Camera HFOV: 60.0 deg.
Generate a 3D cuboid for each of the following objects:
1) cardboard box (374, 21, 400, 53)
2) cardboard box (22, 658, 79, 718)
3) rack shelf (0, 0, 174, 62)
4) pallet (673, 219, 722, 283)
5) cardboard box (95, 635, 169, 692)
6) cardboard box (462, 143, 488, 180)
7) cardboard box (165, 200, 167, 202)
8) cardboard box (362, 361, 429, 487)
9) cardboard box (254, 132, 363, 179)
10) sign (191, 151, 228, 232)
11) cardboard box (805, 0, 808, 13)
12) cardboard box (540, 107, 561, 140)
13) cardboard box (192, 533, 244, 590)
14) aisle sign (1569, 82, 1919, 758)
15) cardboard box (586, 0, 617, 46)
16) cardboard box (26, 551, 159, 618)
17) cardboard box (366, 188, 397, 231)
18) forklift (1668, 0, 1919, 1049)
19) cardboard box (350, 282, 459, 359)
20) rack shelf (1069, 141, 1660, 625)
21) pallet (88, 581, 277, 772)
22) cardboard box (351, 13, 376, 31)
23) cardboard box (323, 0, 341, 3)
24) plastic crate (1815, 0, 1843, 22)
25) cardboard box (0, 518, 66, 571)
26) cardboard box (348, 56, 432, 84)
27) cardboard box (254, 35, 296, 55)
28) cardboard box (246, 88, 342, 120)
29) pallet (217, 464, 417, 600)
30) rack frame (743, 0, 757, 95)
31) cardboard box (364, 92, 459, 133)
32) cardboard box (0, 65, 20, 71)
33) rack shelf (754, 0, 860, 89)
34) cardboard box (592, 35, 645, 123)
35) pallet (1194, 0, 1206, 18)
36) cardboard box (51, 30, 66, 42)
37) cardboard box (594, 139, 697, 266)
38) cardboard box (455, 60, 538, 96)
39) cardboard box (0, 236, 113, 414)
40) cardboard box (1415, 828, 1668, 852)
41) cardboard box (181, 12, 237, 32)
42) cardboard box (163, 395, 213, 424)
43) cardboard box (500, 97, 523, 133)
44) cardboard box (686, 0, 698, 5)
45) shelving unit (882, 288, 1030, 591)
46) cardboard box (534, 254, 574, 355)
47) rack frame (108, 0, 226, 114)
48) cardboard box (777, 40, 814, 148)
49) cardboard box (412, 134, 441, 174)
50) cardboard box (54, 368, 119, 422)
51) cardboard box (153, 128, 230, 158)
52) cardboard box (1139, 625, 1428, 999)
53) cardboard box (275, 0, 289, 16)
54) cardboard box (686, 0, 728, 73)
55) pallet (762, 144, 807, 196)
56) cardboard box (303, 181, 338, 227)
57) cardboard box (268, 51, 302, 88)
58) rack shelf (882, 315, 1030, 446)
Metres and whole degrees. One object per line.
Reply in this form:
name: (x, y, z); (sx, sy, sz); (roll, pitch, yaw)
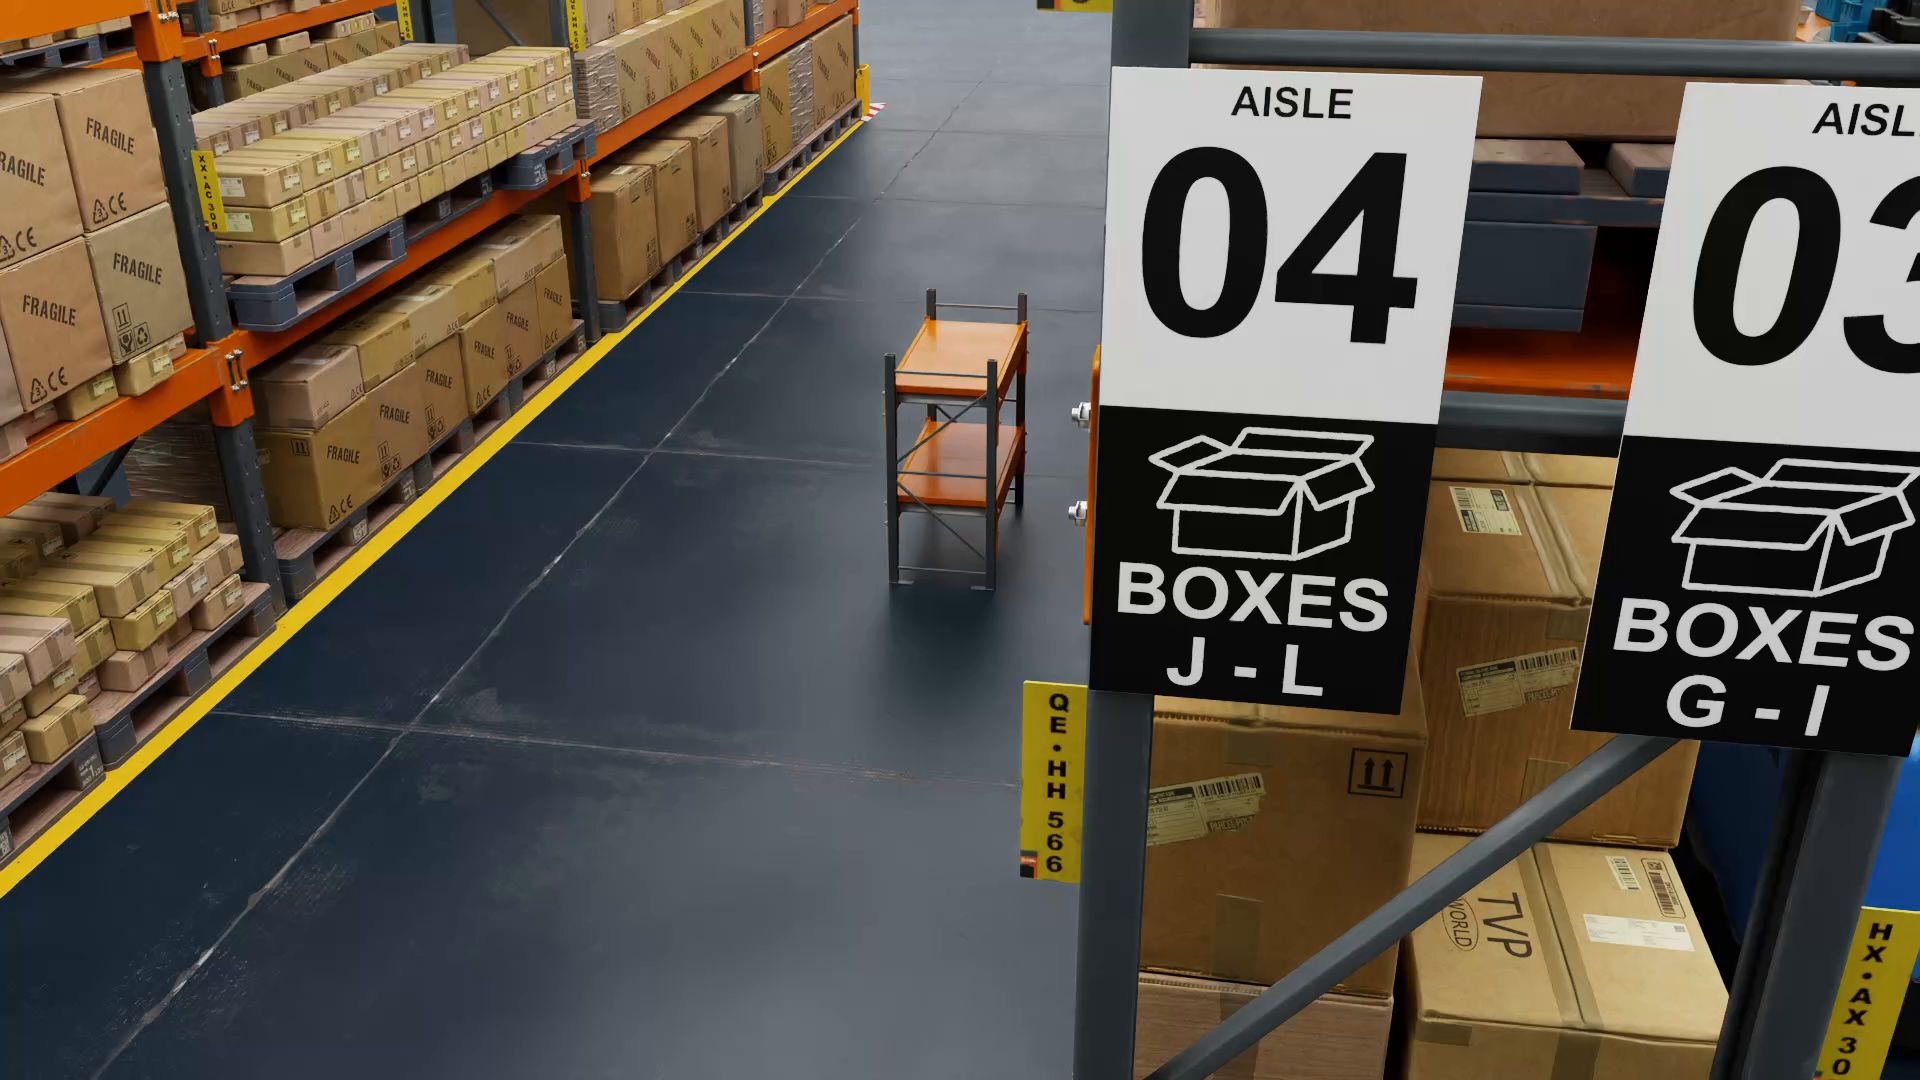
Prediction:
cardboard box: (-6.366, -5.291, 17.879); (0.500, 0.500, 0.500); (4, 25, 9)
cardboard box: (-3.510, 0.513, 6.132); (0.380, 0.149, 0.250); (5, 25, 10)
rack shelf: (-3.881, -1.236, 4.663); (1.077, 0.370, 4.000); (4, 25, 9)
pallet: (-2.495, -2.283, 12.879); (1.003, 0.211, 1.213); (4, 25, 9)
cardboard box: (-3.386, 0.466, 6.583); (0.380, 0.149, 0.250); (3, 25, 7)
cardboard box: (-2.742, -2.015, 8.818); (0.380, 0.149, 0.250); (5, 26, 10)
cardboard box: (-3.684, -1.431, 7.219); (0.380, 0.149, 0.250); (5, 26, 10)
cardboard box: (-3.087, -0.610, 8.468); (0.500, 0.500, 0.500); (5, 26, 11)
cardboard box: (-2.952, -1.743, 7.534); (0.380, 0.149, 0.250); (4, 25, 9)
sign: (-3.017, -1.398, 6.677); (0.100, 0.325, 0.005); (4, 25, 9)
cardboard box: (-1.938, -5.287, 15.830); (0.875, 0.550, 0.500); (4, 25, 9)
cardboard box: (-2.570, -2.447, 9.741); (0.380, 0.149, 0.250); (4, 25, 8)
cardboard box: (-3.292, 0.080, 7.057); (0.380, 0.149, 0.250); (5, 25, 10)
aisle sign: (0.953, -0.108, 1.875); (0.394, 0.787, 0.004); (4, 25, 9)
cardboard box: (-2.736, -3.610, 11.126); (0.700, 0.500, 0.500); (4, 25, 8)
cardboard box: (-3.391, 0.173, 6.509); (0.380, 0.149, 0.250); (4, 25, 8)
cardboard box: (-2.909, -1.575, 7.877); (0.380, 0.149, 0.250); (4, 25, 9)
forklift: (3.125, -0.395, 5.636); (1.130, 2.935, 3.031); (5, 26, 11)
cardboard box: (-3.000, -1.164, 8.768); (0.500, 0.250, 0.500); (5, 26, 11)
rack shelf: (0.996, -0.850, 3.839); (1.077, 0.370, 4.000); (4, 25, 9)
pallet: (-3.629, 0.506, 6.919); (1.003, 0.211, 1.213); (4, 25, 9)
cardboard box: (-6.360, -5.426, 17.403); (0.380, 0.149, 0.250); (5, 26, 10)
cardboard box: (-6.483, -5.535, 16.832); (0.380, 0.149, 0.250); (4, 25, 8)
plastic crate: (8.384, -5.032, 15.638); (0.499, 0.251, 0.616); (4, 25, 9)
cardboard box: (-3.918, 0.032, 6.808); (0.380, 0.149, 0.250); (5, 26, 11)
cardboard box: (-3.253, -2.664, 9.502); (0.380, 0.149, 0.250); (4, 25, 8)
cardboard box: (-6.622, -4.756, 15.971); (0.380, 0.149, 0.250); (5, 26, 11)
cardboard box: (-3.424, -2.225, 8.565); (0.380, 0.149, 0.250); (4, 25, 8)
pallet: (-3.428, -0.103, 8.221); (1.003, 0.211, 1.213); (4, 25, 9)
rack frame: (-2.246, -4.386, 14.082); (1.000, 3.000, 0.127); (4, 25, 9)
cardboard box: (-2.785, -2.173, 8.452); (0.380, 0.149, 0.250); (5, 26, 10)
cardboard box: (-3.868, -1.501, 6.270); (0.500, 0.500, 0.500); (5, 25, 10)
rack shelf: (-1.920, -4.897, 16.021); (1.077, 0.370, 4.000); (4, 25, 9)
cardboard box: (-2.480, -3.140, 11.302); (0.500, 0.500, 0.500); (4, 25, 8)
pallet: (0.977, -1.122, 3.676); (1.003, 0.211, 1.213); (4, 25, 9)
cardboard box: (-7.284, -4.000, 13.058); (0.380, 0.149, 0.250); (3, 25, 7)
cardboard box: (-2.572, -2.499, 12.208); (1.050, 0.750, 0.750); (4, 25, 9)
cardboard box: (-2.614, -2.608, 9.382); (0.380, 0.149, 0.250); (5, 26, 10)
cardboard box: (-3.440, -0.781, 5.911); (0.500, 0.500, 0.500); (3, 25, 7)
cardboard box: (1.092, 0.552, 3.358); (0.500, 0.250, 0.500); (4, 25, 8)
cardboard box: (-6.778, -4.682, 15.011); (0.380, 0.149, 0.250); (4, 25, 8)
cardboard box: (-3.682, -0.767, 7.918); (0.500, 0.250, 0.500); (3, 25, 7)
cardboard box: (-2.655, -2.359, 9.202); (0.380, 0.149, 0.250); (4, 25, 9)
cardboard box: (-2.404, -4.461, 12.944); (0.700, 0.500, 0.500); (4, 25, 8)
shelving unit: (-0.001, -0.507, 8.005); (0.538, 1.125, 1.048); (4, 25, 9)
cardboard box: (-2.750, -1.478, 10.322); (0.500, 0.500, 0.500); (4, 25, 8)
rack frame: (-7.146, -4.687, 14.724); (1.000, 3.000, 0.127); (4, 25, 9)
cardboard box: (-1.931, -4.249, 15.801); (0.875, 0.875, 0.875); (4, 25, 9)
cardboard box: (-2.826, -1.933, 8.292); (0.380, 0.149, 0.250); (4, 25, 8)
cardboard box: (-3.407, -0.568, 6.221); (0.380, 0.149, 0.250); (5, 26, 11)
cardboard box: (-3.594, -1.788, 7.630); (0.380, 0.149, 0.250); (3, 25, 7)
cardboard box: (0.490, 0.390, 2.819); (0.500, 0.500, 0.500); (4, 25, 9)
cardboard box: (-6.688, -5.119, 15.945); (0.380, 0.149, 0.250); (4, 25, 8)
cardboard box: (-2.151, -3.983, 13.103); (0.500, 0.500, 0.500); (4, 25, 8)
pallet: (-2.045, -3.436, 15.341); (1.003, 0.211, 1.213); (4, 25, 9)
cardboard box: (-2.995, -1.493, 7.350); (0.380, 0.149, 0.250); (4, 25, 7)
cardboard box: (-6.708, -4.424, 16.026); (0.500, 0.500, 0.500); (5, 26, 11)
rack shelf: (-0.001, -0.772, 7.881); (0.538, 0.278, 1.000); (4, 25, 9)
